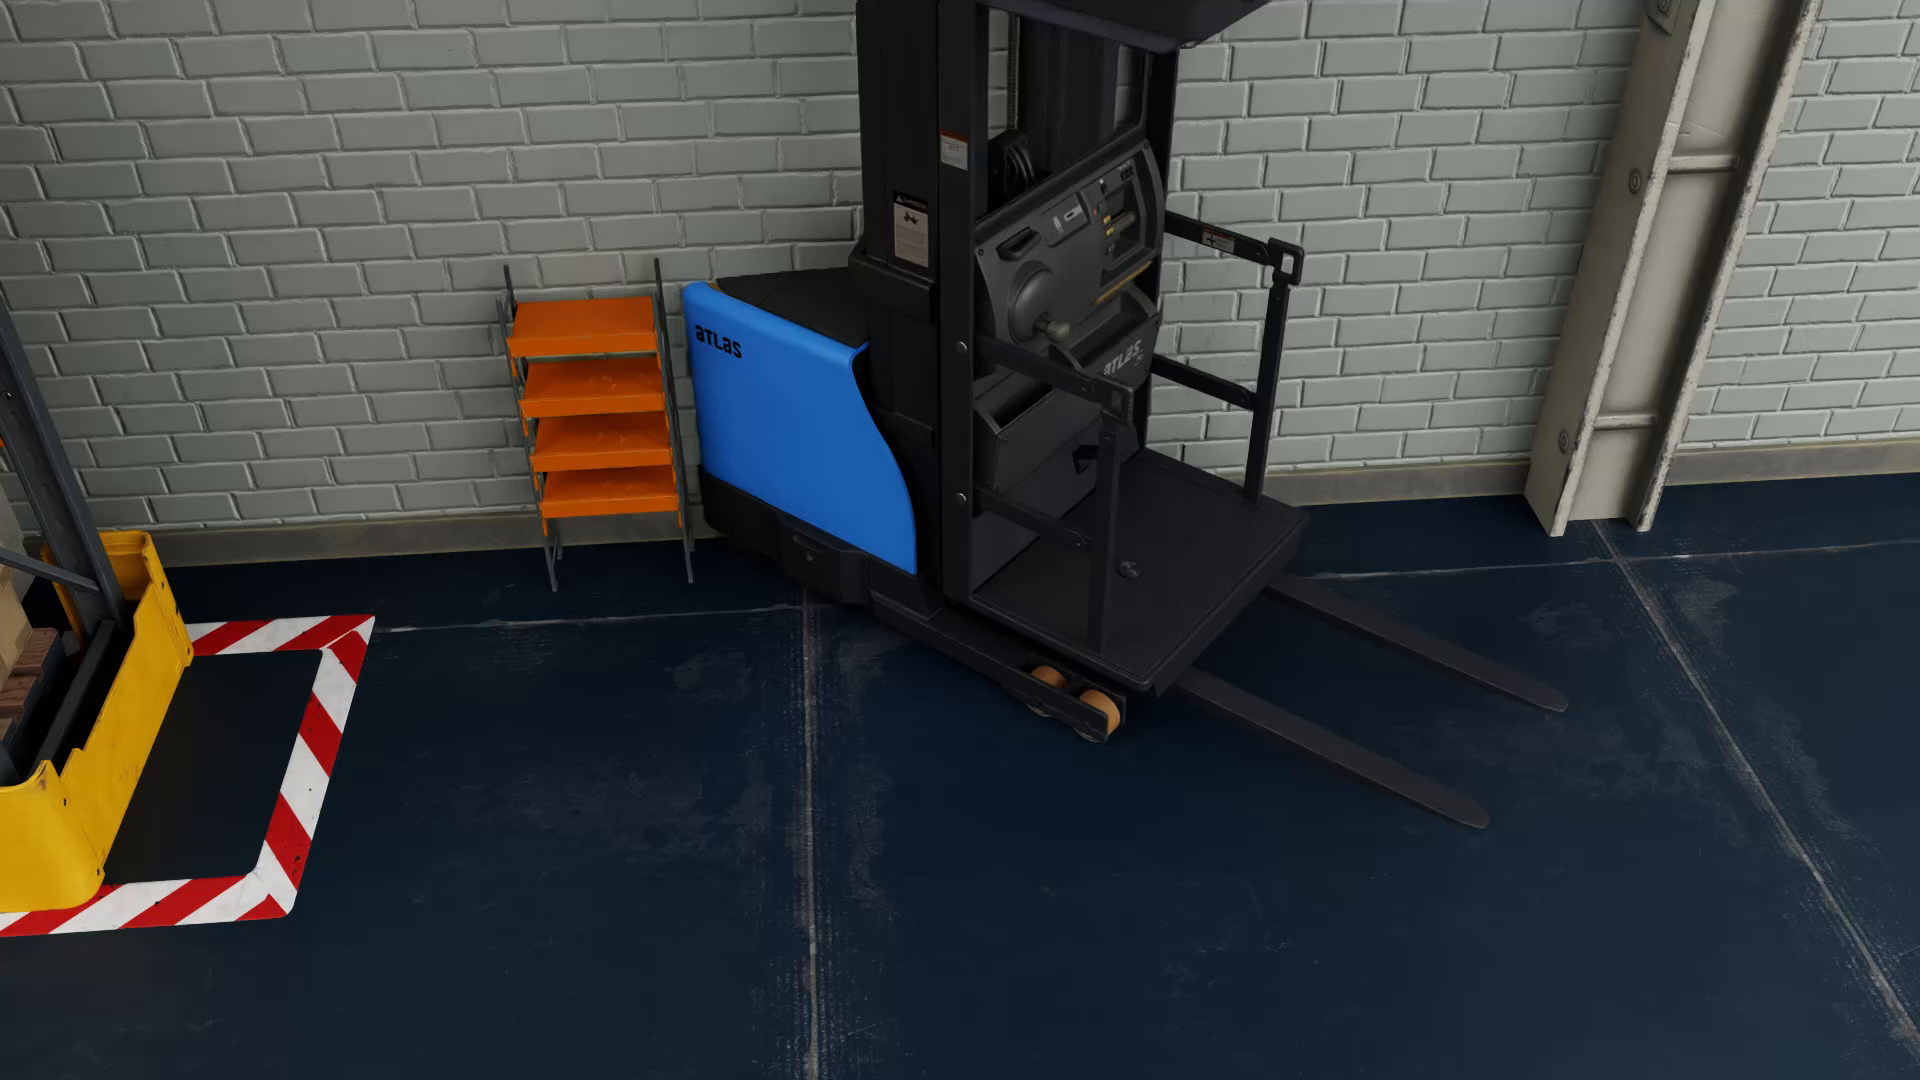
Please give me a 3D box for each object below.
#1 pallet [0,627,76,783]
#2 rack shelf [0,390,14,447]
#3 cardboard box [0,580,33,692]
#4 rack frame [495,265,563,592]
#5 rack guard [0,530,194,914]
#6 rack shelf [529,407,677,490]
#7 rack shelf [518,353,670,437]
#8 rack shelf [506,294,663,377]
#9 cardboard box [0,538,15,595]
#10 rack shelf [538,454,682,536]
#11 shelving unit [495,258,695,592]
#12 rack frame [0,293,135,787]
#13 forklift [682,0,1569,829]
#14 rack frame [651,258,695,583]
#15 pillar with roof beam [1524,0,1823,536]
[{"bbox_3d":[-3.556,0.713,5.176,1.213,0.211,1.003,-3,38,-4],"label":"pallet"},{"bbox_3d":[-4.791,-0.058,4.482,4.000,0.370,1.077,-3,38,-4],"label":"rack shelf"},{"bbox_3d":[-3.305,0.371,5.239,0.500,0.250,0.500,-3,38,-4],"label":"cardboard box"},{"bbox_3d":[-1.477,-0.357,5.734,0.015,1.200,0.240,-4,38,-5],"label":"rack frame"},{"bbox_3d":[-2.774,0.530,5.175,0.348,0.500,1.175,-3,38,-4],"label":"rack guard"},{"bbox_3d":[-1.234,-0.320,5.795,0.480,0.148,0.258,-4,38,-5],"label":"rack shelf"},{"bbox_3d":[-1.234,-0.495,5.656,0.480,0.148,0.258,-4,38,-5],"label":"rack shelf"},{"bbox_3d":[-1.234,-0.681,5.510,0.480,0.148,0.258,-4,38,-5],"label":"rack shelf"},{"bbox_3d":[-3.285,0.166,5.095,0.500,0.250,0.500,-2,38,-3],"label":"cardboard box"},{"bbox_3d":[-1.234,-0.164,5.918,0.480,0.148,0.258,-4,38,-5],"label":"rack shelf"},{"bbox_3d":[-1.234,-0.372,5.753,0.503,1.200,0.258,-4,38,-5],"label":"shelving unit"},{"bbox_3d":[-2.798,-0.450,4.399,0.127,3.000,1.000,-3,38,-4],"label":"rack frame"},{"bbox_3d":[0.516,-0.869,4.986,3.031,2.935,1.130,25,45,28],"label":"forklift"},{"bbox_3d":[-0.991,-0.388,5.773,0.015,1.200,0.240,-4,38,-5],"label":"rack frame"},{"bbox_3d":[2.786,-0.996,0.248,0.400,9.000,9.100,-3,38,-4],"label":"pillar with roof beam"}]
